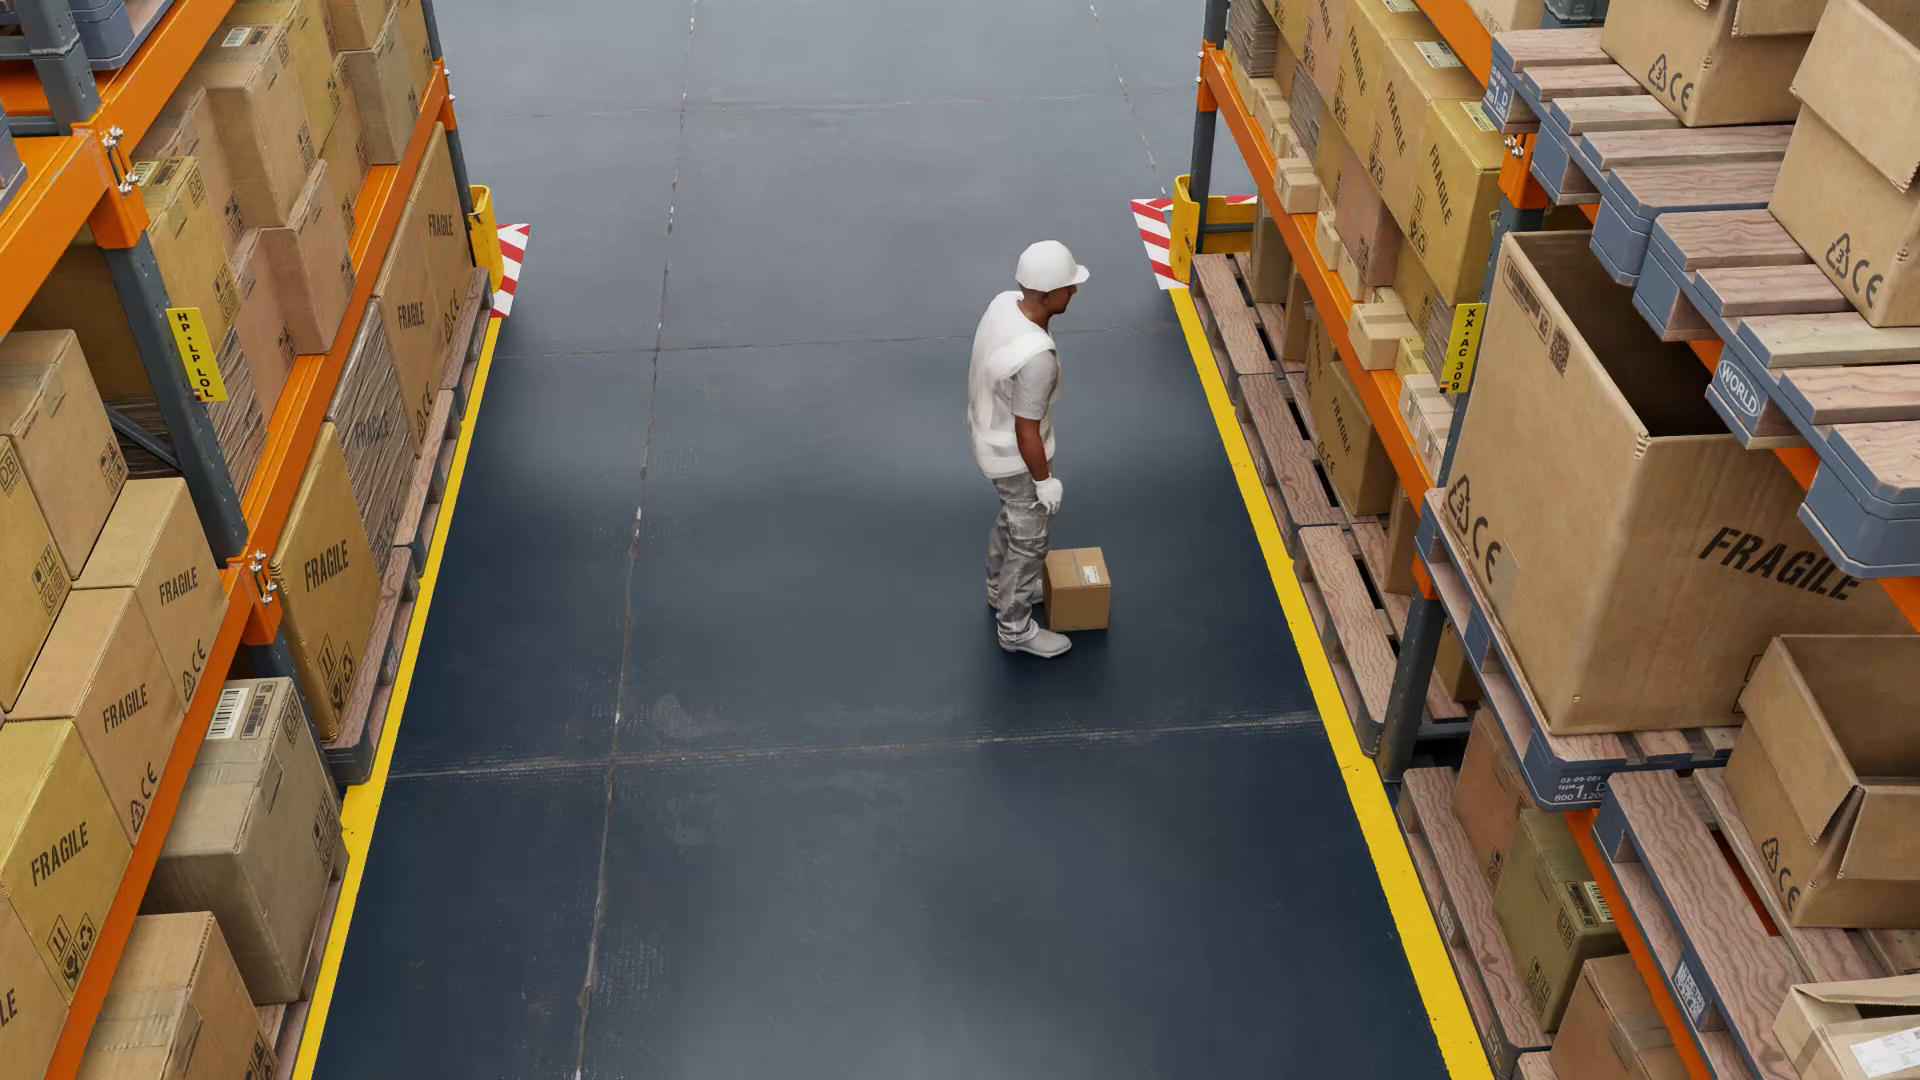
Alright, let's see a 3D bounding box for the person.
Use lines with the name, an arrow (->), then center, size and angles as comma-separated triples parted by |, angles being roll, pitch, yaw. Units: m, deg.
person -> 0.262, -0.369, 6.603 | 0.443, 1.776, 0.631 | -5, 39, -6
